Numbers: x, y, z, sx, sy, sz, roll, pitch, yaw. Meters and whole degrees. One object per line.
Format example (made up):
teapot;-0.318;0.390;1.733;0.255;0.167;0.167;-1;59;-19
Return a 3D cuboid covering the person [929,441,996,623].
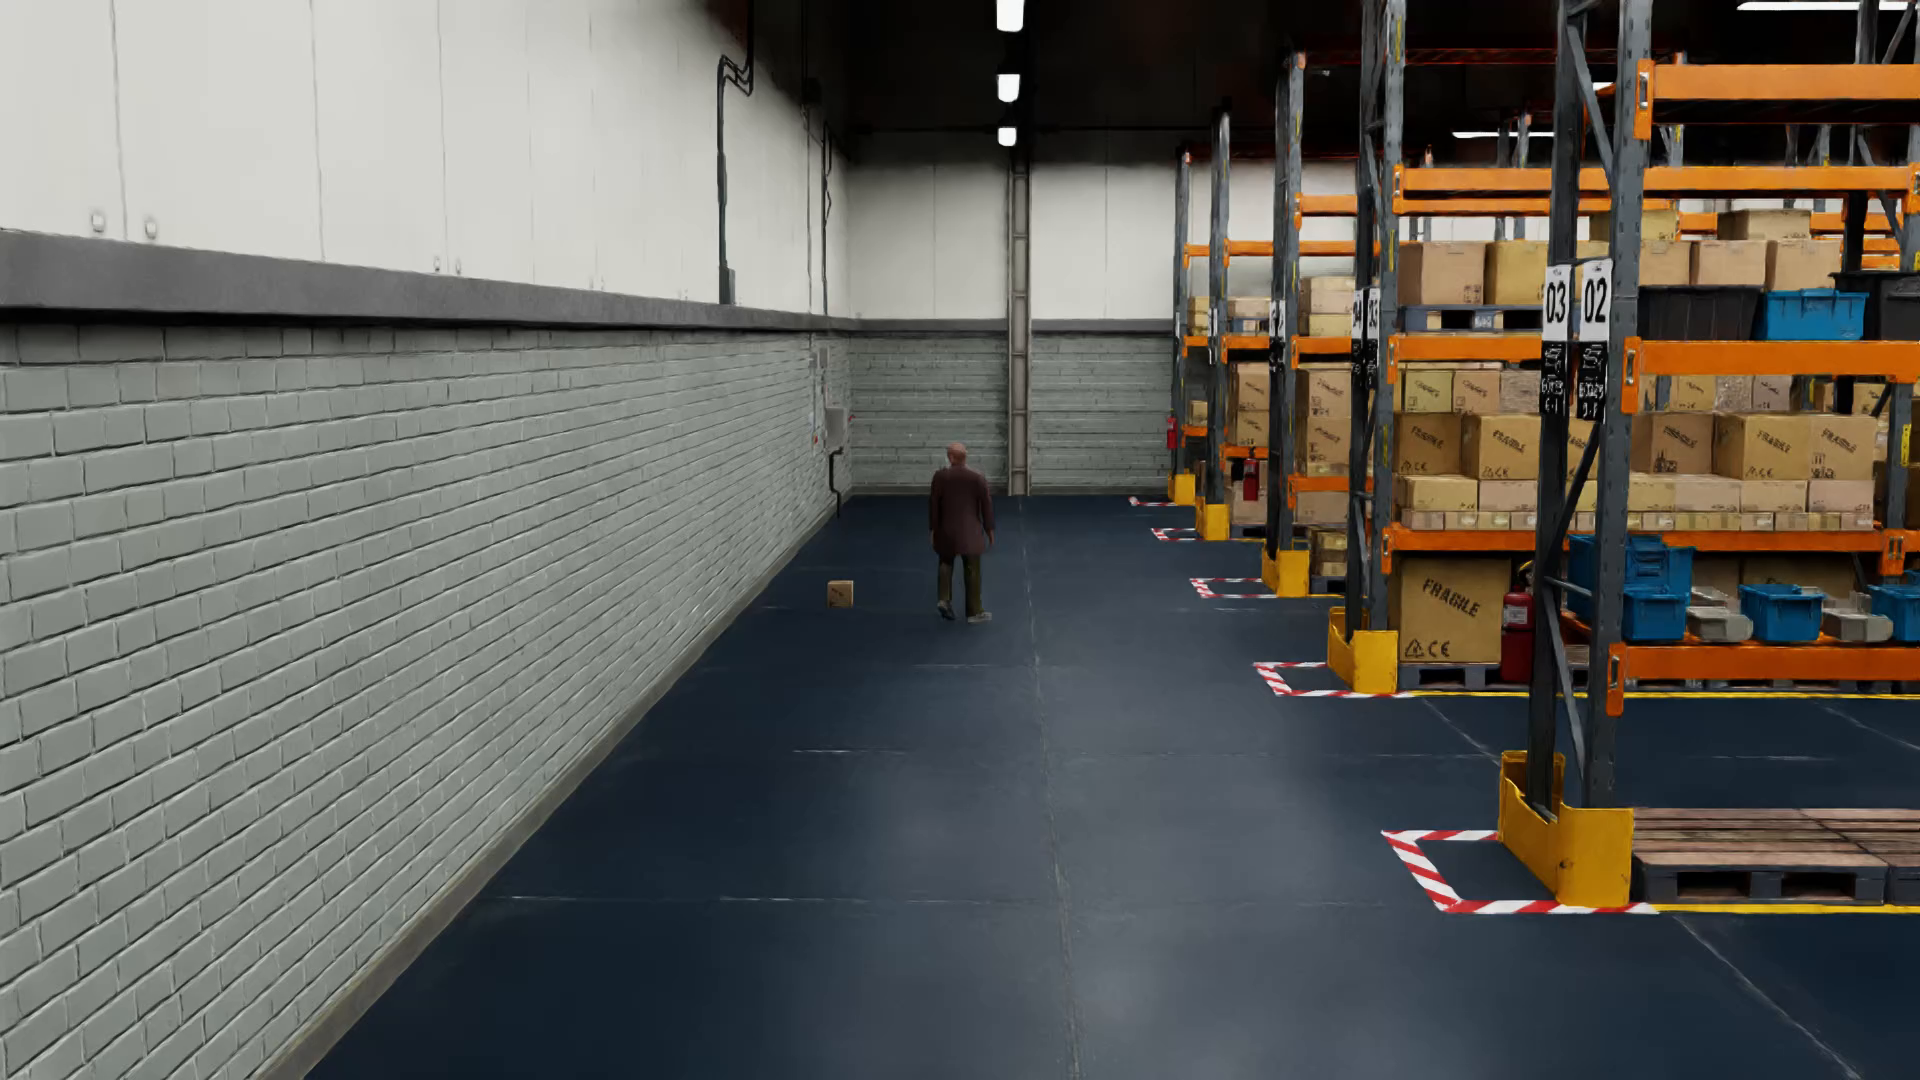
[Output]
person;0.012;-0.077;16.310;0.650;1.779;0.506;2;7;14
